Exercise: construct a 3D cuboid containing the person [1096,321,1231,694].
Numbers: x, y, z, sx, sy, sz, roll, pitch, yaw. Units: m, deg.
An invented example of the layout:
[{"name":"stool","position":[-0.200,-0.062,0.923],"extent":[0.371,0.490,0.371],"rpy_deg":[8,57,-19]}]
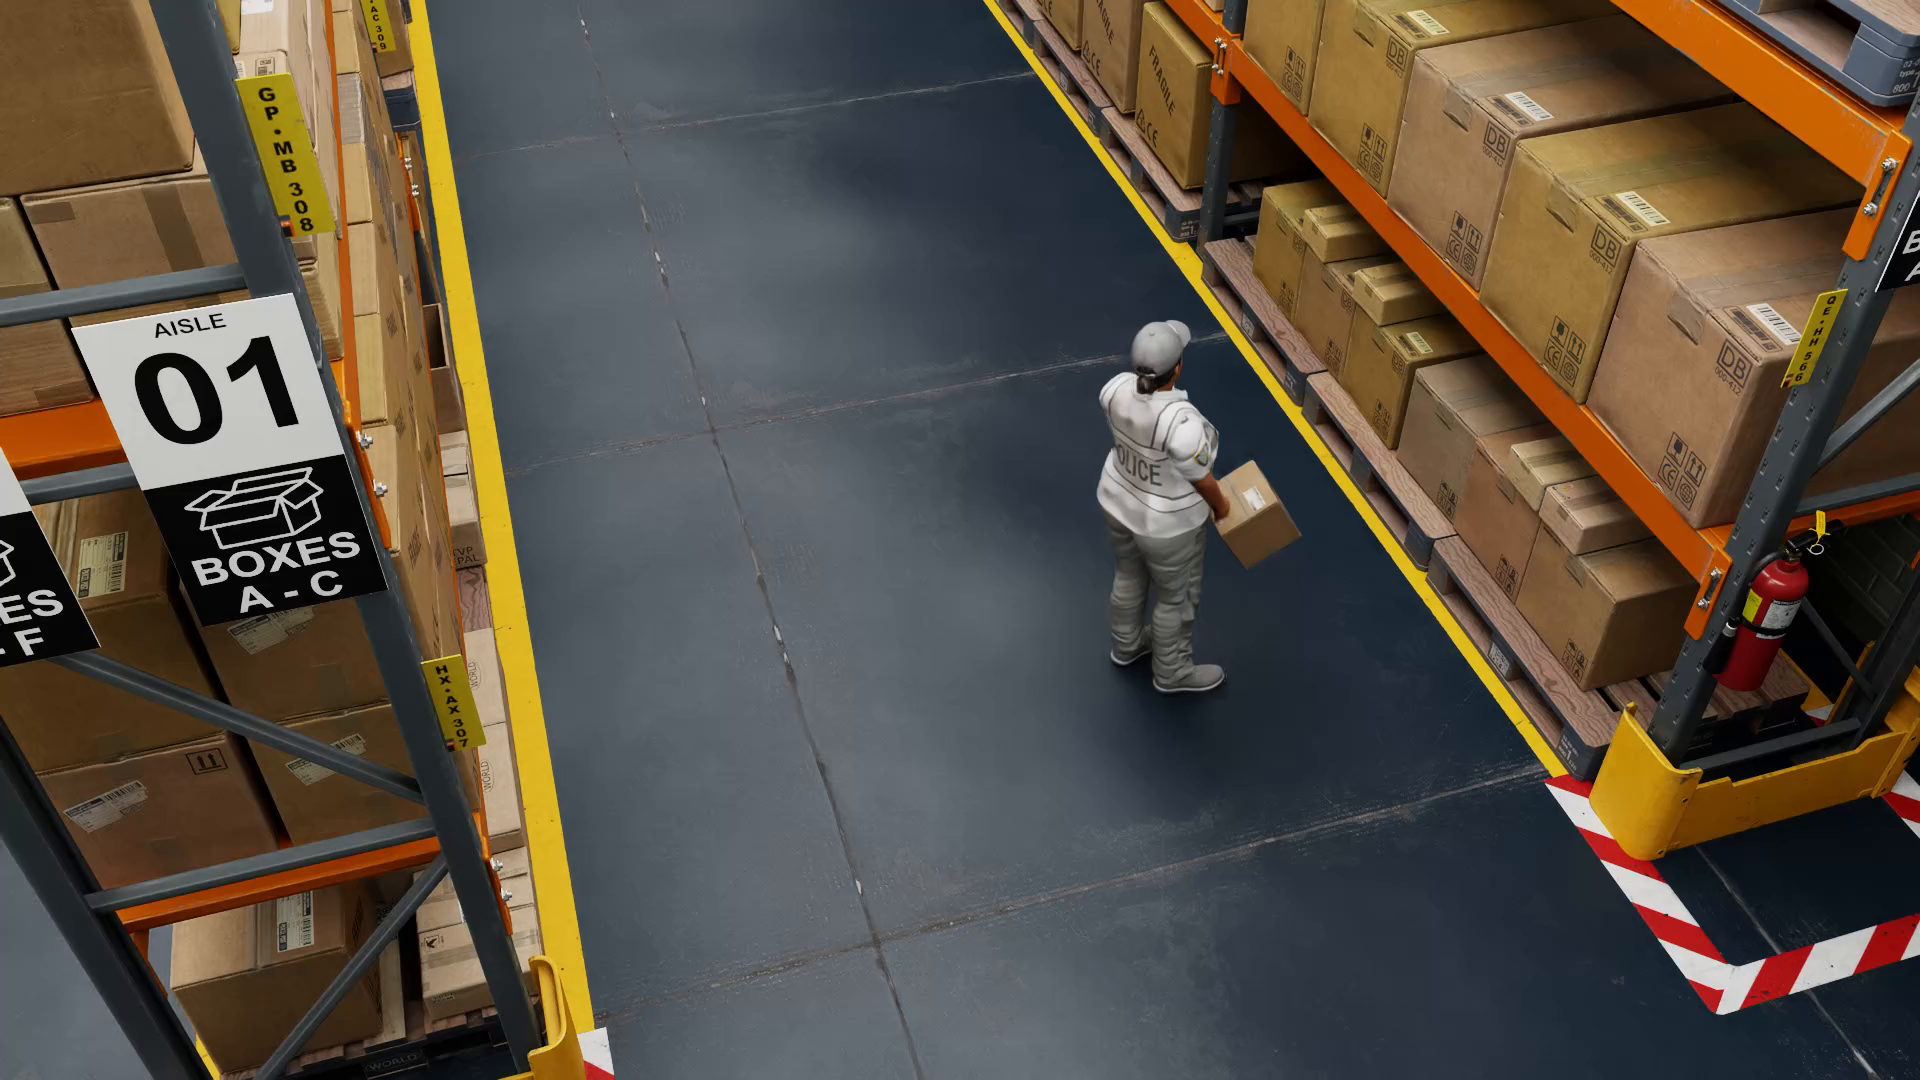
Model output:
[{"name":"person","position":[0.777,-0.114,6.272],"extent":[0.439,1.674,0.555],"rpy_deg":[-28,49,-27]}]
